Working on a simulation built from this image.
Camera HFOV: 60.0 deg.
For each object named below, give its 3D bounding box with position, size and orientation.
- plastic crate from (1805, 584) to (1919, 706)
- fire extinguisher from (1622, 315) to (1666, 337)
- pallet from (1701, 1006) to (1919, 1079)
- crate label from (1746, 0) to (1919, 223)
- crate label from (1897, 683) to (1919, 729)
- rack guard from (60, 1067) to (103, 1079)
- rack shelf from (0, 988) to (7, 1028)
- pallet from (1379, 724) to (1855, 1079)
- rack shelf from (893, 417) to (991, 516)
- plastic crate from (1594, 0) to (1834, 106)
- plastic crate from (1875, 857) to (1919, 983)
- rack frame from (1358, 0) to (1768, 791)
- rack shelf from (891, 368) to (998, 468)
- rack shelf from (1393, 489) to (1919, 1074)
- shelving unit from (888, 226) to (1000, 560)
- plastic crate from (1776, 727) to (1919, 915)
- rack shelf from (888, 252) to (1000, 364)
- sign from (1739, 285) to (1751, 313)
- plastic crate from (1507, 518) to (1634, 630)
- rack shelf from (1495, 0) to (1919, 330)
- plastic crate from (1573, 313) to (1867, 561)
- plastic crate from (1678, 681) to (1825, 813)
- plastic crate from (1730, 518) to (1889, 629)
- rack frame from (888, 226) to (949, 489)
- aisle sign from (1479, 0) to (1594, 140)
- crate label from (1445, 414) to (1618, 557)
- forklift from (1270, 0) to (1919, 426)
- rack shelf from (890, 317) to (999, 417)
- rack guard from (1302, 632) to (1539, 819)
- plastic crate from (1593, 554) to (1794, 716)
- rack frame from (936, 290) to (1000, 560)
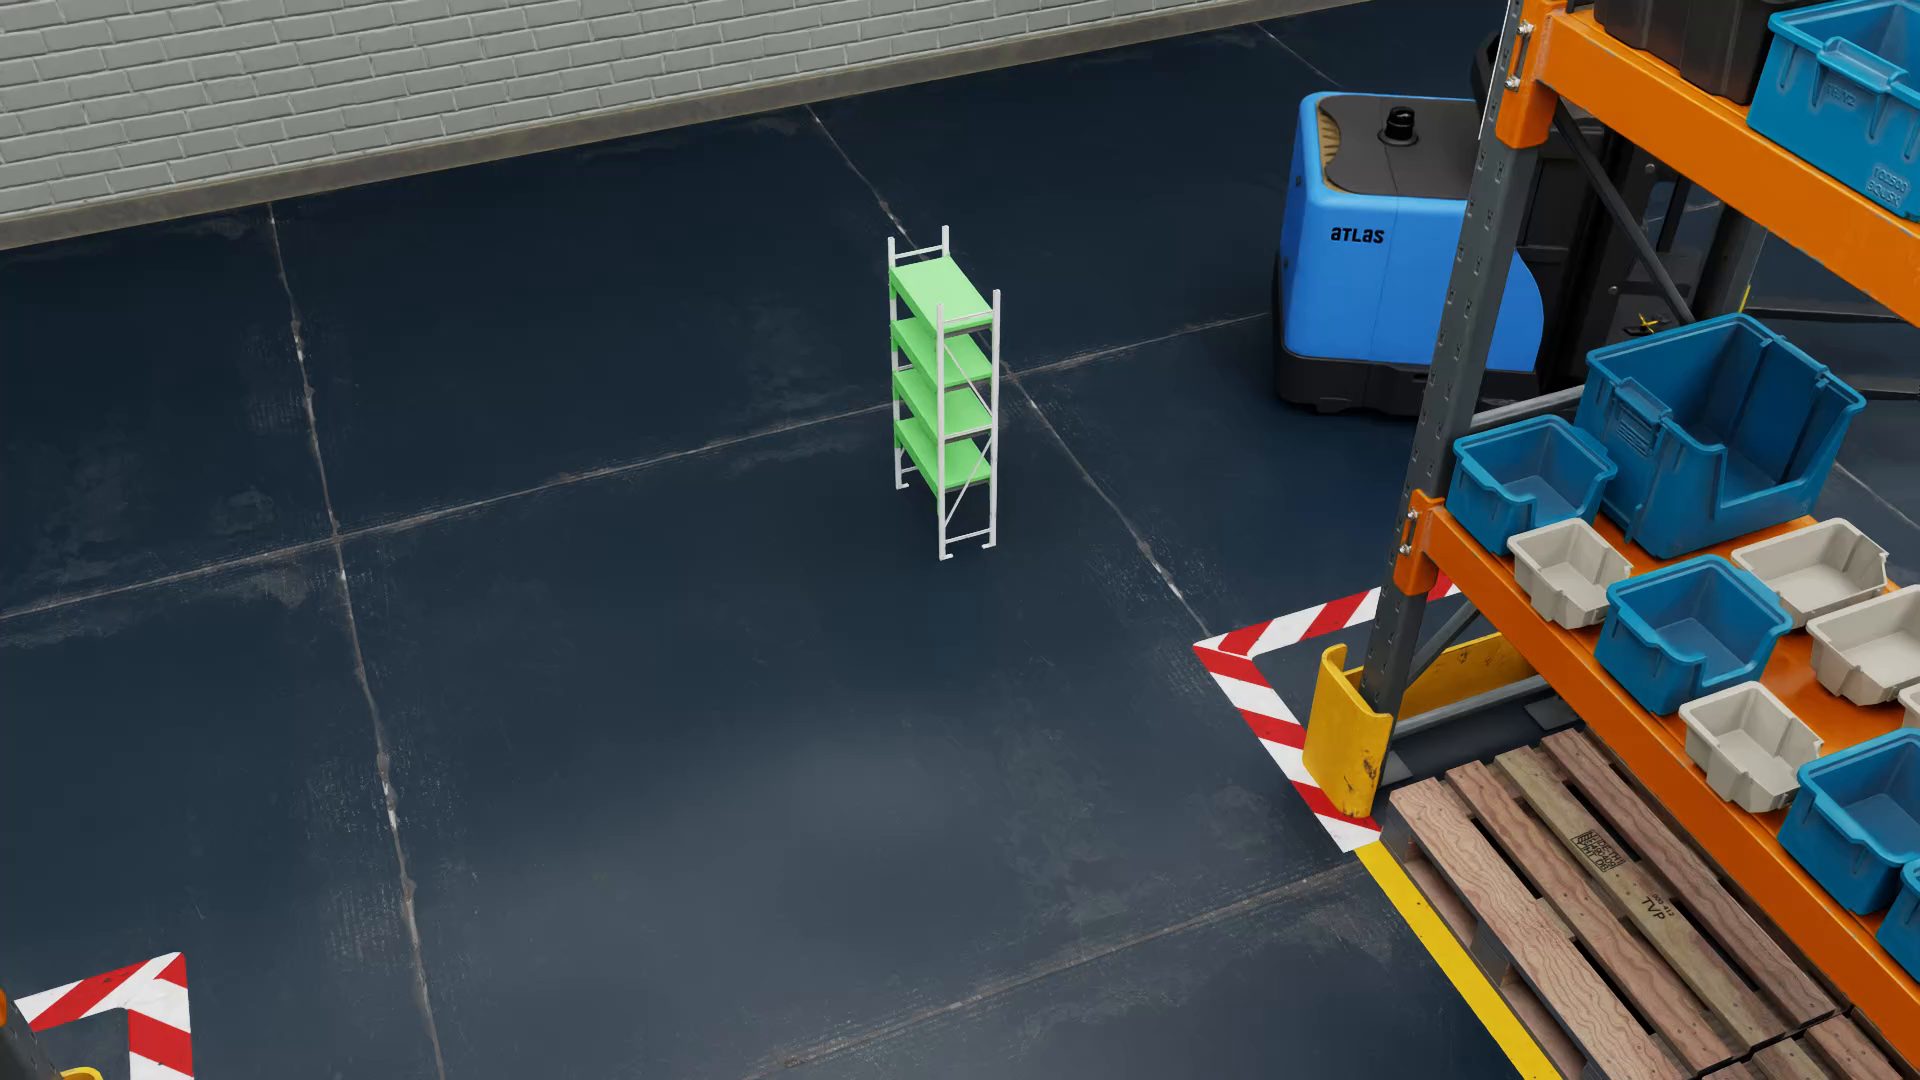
[{"bbox_3d":[2.386,0.286,4.273,0.396,0.136,0.243,-15,43,-17],"label":"plastic crate"},{"bbox_3d":[2.172,-0.449,5.317,0.296,0.674,0.183,-15,43,-17],"label":"fire extinguisher"},{"bbox_3d":[2.552,1.882,4.400,1.003,0.211,1.213,-15,43,-17],"label":"pallet"},{"bbox_3d":[1.864,-0.860,3.263,0.408,0.251,0.502,-15,43,-17],"label":"crate label"},{"bbox_3d":[2.516,0.447,4.085,0.396,0.136,0.243,-15,43,-17],"label":"crate label"},{"bbox_3d":[-2.739,1.811,4.260,1.175,0.500,0.348,-15,43,-17],"label":"rack guard"},{"bbox_3d":[-2.003,2.295,2.332,1.077,0.370,4.000,-15,43,-17],"label":"rack shelf"},{"bbox_3d":[2.089,1.148,5.253,1.003,0.211,1.213,-15,43,-17],"label":"pallet"},{"bbox_3d":[-0.063,-0.324,6.673,0.258,0.148,0.480,-15,43,-17],"label":"rack shelf"},{"bbox_3d":[1.699,-1.202,3.647,0.497,0.269,0.590,-15,43,-17],"label":"plastic crate"},{"bbox_3d":[2.218,0.830,3.567,0.416,0.233,0.300,-15,43,-17],"label":"plastic crate"},{"bbox_3d":[1.810,-0.416,4.933,1.000,3.000,0.127,-15,43,-17],"label":"rack frame"},{"bbox_3d":[-0.063,-0.506,6.516,0.258,0.148,0.480,-15,43,-17],"label":"rack shelf"},{"bbox_3d":[2.575,1.062,3.766,1.077,0.370,4.000,-15,43,-17],"label":"rack shelf"},{"bbox_3d":[-0.063,-0.555,6.475,0.258,1.200,0.503,-15,43,-17],"label":"shelving unit"},{"bbox_3d":[2.104,0.649,3.777,0.416,0.233,0.300,-15,43,-17],"label":"plastic crate"},{"bbox_3d":[-0.063,-0.870,6.203,0.258,0.148,0.480,-15,43,-17],"label":"rack shelf"},{"bbox_3d":[2.312,-0.625,5.051,0.100,0.325,0.005,-15,43,-17],"label":"sign"},{"bbox_3d":[1.646,0.106,4.482,0.250,0.136,0.298,-15,43,-17],"label":"plastic crate"},{"bbox_3d":[2.575,-0.075,2.788,1.077,0.370,4.000,-15,43,-17],"label":"rack shelf"},{"bbox_3d":[2.110,-0.297,4.721,0.616,0.435,0.499,-15,43,-17],"label":"plastic crate"},{"bbox_3d":[1.906,0.515,4.007,0.250,0.136,0.298,-15,43,-17],"label":"plastic crate"},{"bbox_3d":[2.289,0.108,4.480,0.396,0.136,0.243,-15,43,-17],"label":"plastic crate"},{"bbox_3d":[-0.157,-0.702,6.646,0.240,1.200,0.015,-15,43,-17],"label":"rack frame"},{"bbox_3d":[1.508,-1.371,4.049,0.394,0.787,0.004,-15,43,-17],"label":"aisle sign"},{"bbox_3d":[1.600,-0.144,4.699,0.416,0.233,0.303,-15,43,-17],"label":"crate label"},{"bbox_3d":[2.959,-1.889,6.699,3.031,2.935,1.130,4,41,5],"label":"forklift"},{"bbox_3d":[-0.063,-0.688,6.360,0.258,0.148,0.480,-15,43,-17],"label":"rack shelf"},{"bbox_3d":[1.788,0.521,5.761,1.175,0.500,0.348,-15,43,-17],"label":"rack guard"},{"bbox_3d":[1.852,0.252,4.238,0.416,0.233,0.300,-15,43,-17],"label":"plastic crate"},{"bbox_3d":[0.030,-0.408,6.304,0.240,1.200,0.015,-15,43,-17],"label":"rack frame"}]
